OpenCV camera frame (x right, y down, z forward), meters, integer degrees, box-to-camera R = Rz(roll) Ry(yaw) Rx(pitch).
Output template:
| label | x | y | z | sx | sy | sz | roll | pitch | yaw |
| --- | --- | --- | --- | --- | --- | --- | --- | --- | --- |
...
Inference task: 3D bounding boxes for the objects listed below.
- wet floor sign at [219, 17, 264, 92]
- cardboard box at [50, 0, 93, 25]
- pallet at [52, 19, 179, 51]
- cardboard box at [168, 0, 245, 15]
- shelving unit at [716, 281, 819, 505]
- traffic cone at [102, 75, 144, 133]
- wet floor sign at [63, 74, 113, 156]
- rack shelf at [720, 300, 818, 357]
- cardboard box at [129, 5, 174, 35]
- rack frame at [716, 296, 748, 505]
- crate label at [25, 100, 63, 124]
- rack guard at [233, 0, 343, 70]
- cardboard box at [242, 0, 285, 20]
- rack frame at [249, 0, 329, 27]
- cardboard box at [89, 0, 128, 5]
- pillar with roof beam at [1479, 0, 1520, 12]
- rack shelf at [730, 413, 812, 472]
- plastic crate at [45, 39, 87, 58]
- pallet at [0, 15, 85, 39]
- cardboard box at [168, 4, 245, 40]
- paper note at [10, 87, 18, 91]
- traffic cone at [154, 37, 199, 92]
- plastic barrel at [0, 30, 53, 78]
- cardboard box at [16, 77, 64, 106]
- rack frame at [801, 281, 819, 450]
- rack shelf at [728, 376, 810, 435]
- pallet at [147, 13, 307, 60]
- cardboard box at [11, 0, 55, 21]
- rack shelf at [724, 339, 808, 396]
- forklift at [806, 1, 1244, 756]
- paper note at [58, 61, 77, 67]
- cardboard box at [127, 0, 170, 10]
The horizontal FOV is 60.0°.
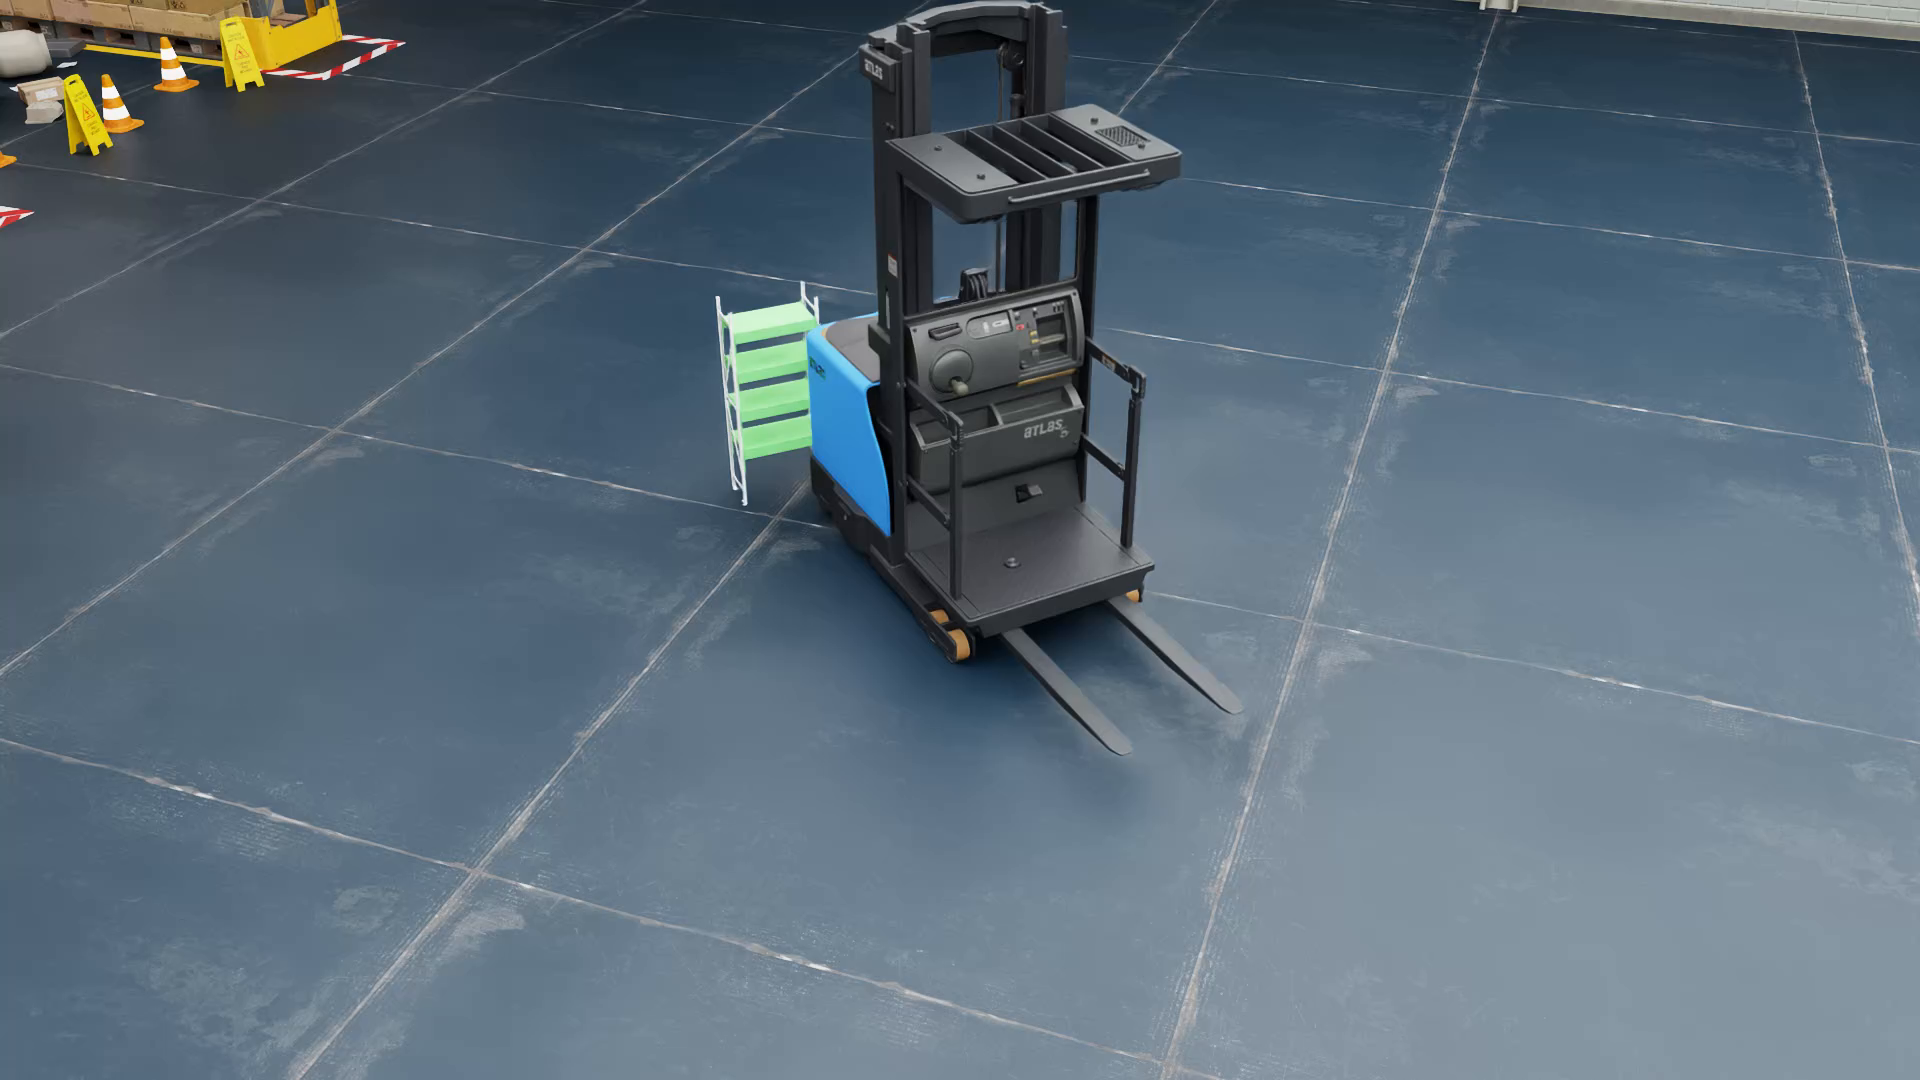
| label | x | y | z | sx | sy | sz | roll | pitch | yaw |
| --- | --- | --- | --- | --- | --- | --- | --- | --- | --- |
| wet floor sign | -6.864 | -4.630 | 15.794 | 0.232 | 0.644 | 0.267 | 24 | 40 | 32 |
| cardboard box | -8.976 | -5.520 | 17.150 | 0.500 | 0.250 | 0.500 | 11 | 34 | 16 |
| pallet | -8.651 | -5.433 | 17.439 | 1.213 | 0.211 | 1.003 | 11 | 34 | 16 |
| cardboard box | -7.524 | -5.550 | 16.505 | 0.500 | 0.500 | 0.500 | 11 | 35 | 17 |
| shelving unit | -1.051 | -0.817 | 9.378 | 0.503 | 1.200 | 0.258 | -14 | 35 | -20 |
| traffic cone | -7.576 | -3.925 | 14.871 | 0.334 | 0.463 | 0.336 | 11 | 34 | 16 |
| wet floor sign | -7.562 | -3.671 | 14.308 | 0.232 | 0.644 | 0.267 | 5 | 33 | 8 |
| rack shelf | -1.051 | -1.167 | 9.152 | 0.480 | 0.148 | 0.258 | -14 | 35 | -20 |
| cardboard box | -8.019 | -5.331 | 16.857 | 0.500 | 0.250 | 0.500 | 11 | 34 | 17 |
| rack frame | -1.274 | -0.763 | 9.293 | 0.015 | 1.200 | 0.240 | -14 | 35 | -20 |
| crate label | -8.337 | -3.901 | 15.133 | 0.298 | 0.136 | 0.250 | -6 | 33 | -9 |
| rack guard | -6.754 | -5.164 | 16.755 | 0.348 | 0.500 | 1.175 | 11 | 34 | 16 |
| cardboard box | -7.348 | -5.510 | 17.135 | 0.500 | 0.250 | 0.500 | 11 | 34 | 16 |
| rack frame | -6.682 | -6.200 | 16.055 | 0.127 | 3.000 | 1.000 | 11 | 34 | 16 |
| cardboard box | -8.489 | -5.739 | 16.799 | 0.500 | 0.500 | 0.500 | 10 | 34 | 15 |
| pillar with roof beam | 4.482 | -7.449 | 12.459 | 0.400 | 9.000 | 9.100 | 11 | 34 | 16 |
| rack shelf | -1.051 | -0.562 | 9.543 | 0.480 | 0.148 | 0.258 | -14 | 35 | -20 |
| plastic crate | -9.246 | -4.999 | 16.888 | 0.583 | 0.080 | 0.402 | 0 | 33 | 0 |
| pallet | -9.803 | -5.656 | 17.783 | 1.213 | 0.211 | 1.003 | 11 | 34 | 16 |
| cardboard box | -7.556 | -5.236 | 16.710 | 0.500 | 0.250 | 0.500 | 11 | 34 | 16 |
| paper note | -8.992 | -4.336 | 15.917 | 0.142 | 0.019 | 0.148 | 24 | 40 | 32 |
| traffic cone | -7.522 | -4.554 | 15.845 | 0.334 | 0.463 | 0.336 | 11 | 34 | 16 |
| plastic barrel | -9.137 | -4.723 | 16.142 | 0.512 | 0.421 | 0.421 | -18 | 37 | -25 |
| cardboard box | -8.597 | -4.211 | 15.602 | 0.380 | 0.149 | 0.250 | -25 | 40 | -33 |
| rack frame | -0.829 | -0.872 | 9.462 | 0.015 | 1.200 | 0.240 | -14 | 35 | -20 |
| rack shelf | -1.051 | -0.764 | 9.412 | 0.480 | 0.148 | 0.258 | -14 | 35 | -20 |
| pallet | -7.506 | -5.209 | 17.092 | 1.213 | 0.211 | 1.003 | 11 | 34 | 16 |
| cardboard box | -9.477 | -5.616 | 17.298 | 0.500 | 0.250 | 0.500 | 13 | 35 | 19 |
| rack shelf | -1.051 | -0.965 | 9.282 | 0.480 | 0.148 | 0.258 | -14 | 35 | -20 |
| forklift | 0.289 | -0.902 | 7.913 | 1.130 | 2.935 | 3.031 | -16 | 36 | -23 |
| paper note | -8.863 | -4.723 | 16.505 | 0.148 | 0.019 | 0.142 | 0 | 33 | 0 |
| cardboard box | -8.017 | -5.644 | 16.650 | 0.500 | 0.500 | 0.500 | 12 | 35 | 18 |
